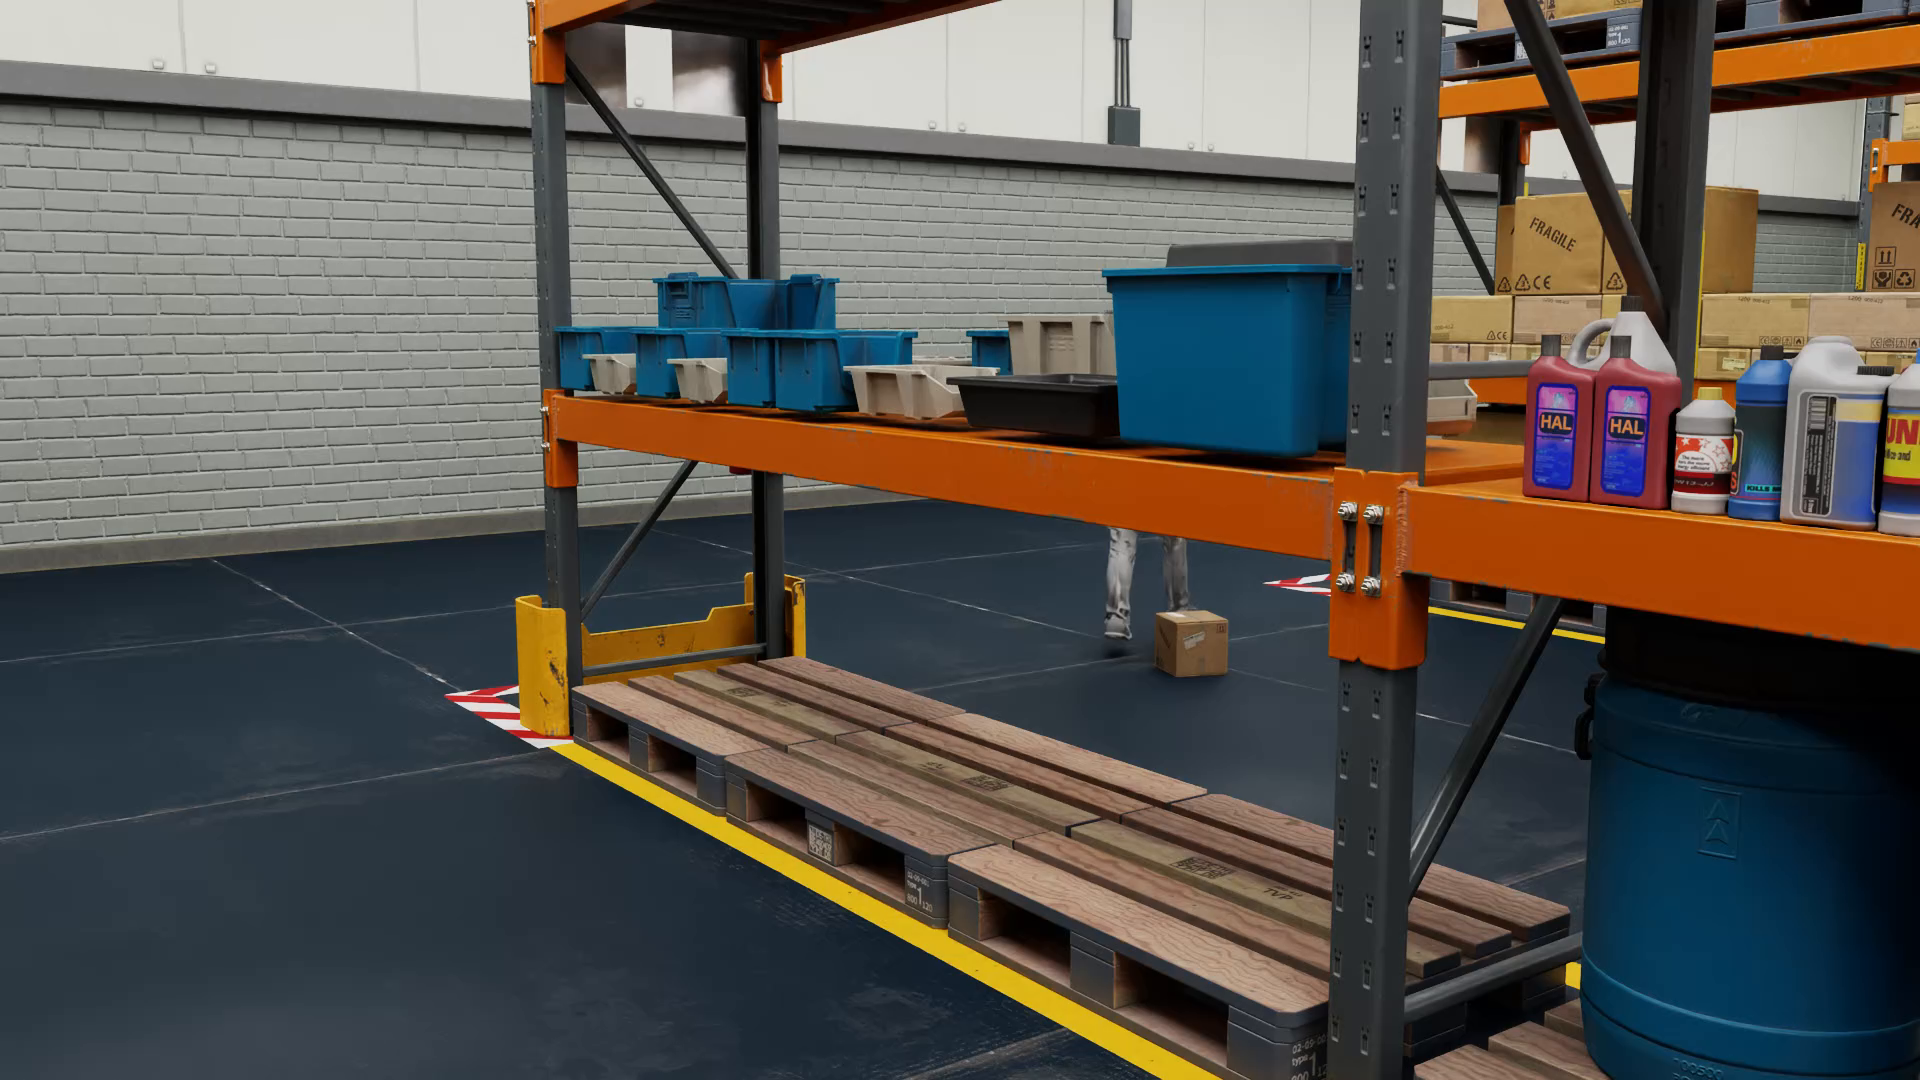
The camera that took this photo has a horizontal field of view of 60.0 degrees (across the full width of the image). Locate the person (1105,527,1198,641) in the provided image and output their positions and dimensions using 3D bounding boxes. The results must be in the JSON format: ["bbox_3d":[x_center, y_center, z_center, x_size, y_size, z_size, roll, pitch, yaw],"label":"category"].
[{"bbox_3d":[0.933,-0.342,8.186,0.505,1.610,1.029,3,8,19],"label":"person"}]
